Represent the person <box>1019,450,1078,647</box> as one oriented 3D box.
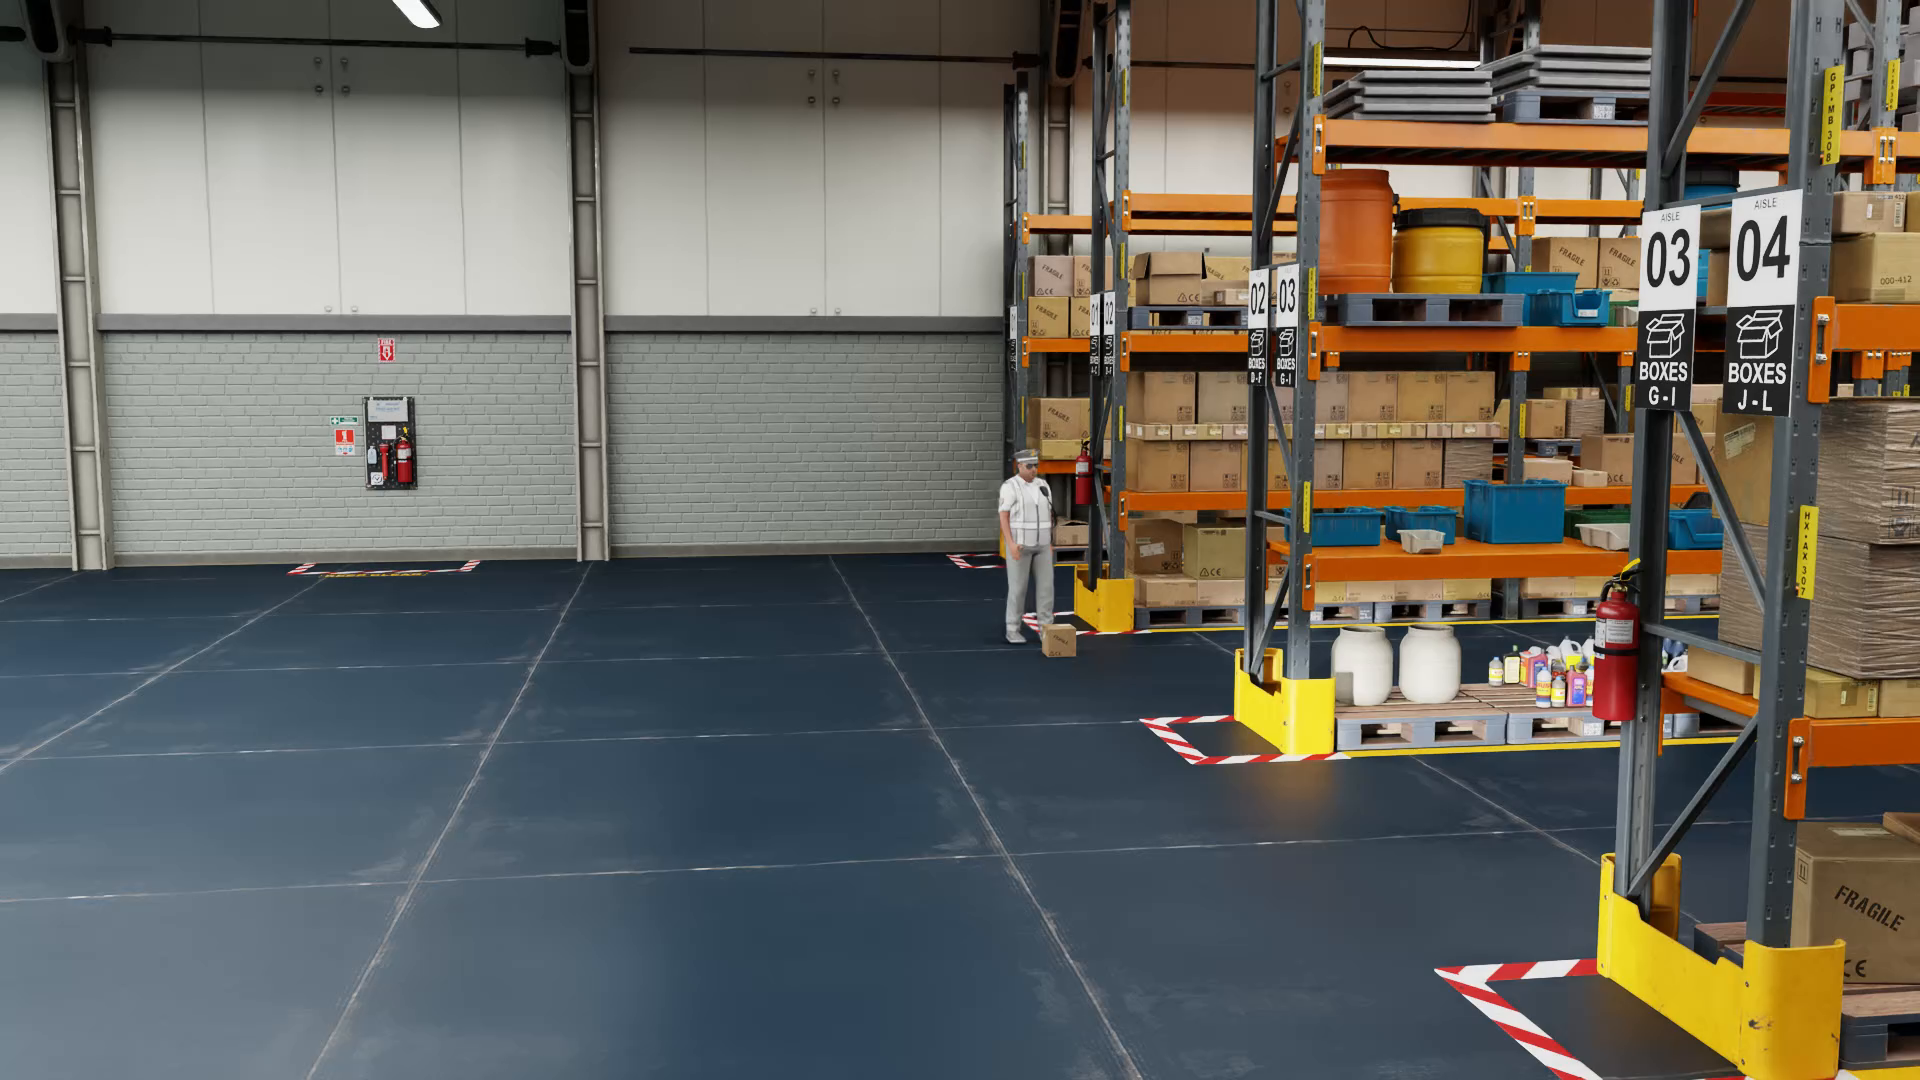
[{"bbox_3d":[0.806,0.068,14.979,0.527,1.769,0.394,-1,6,-7],"label":"person"}]
